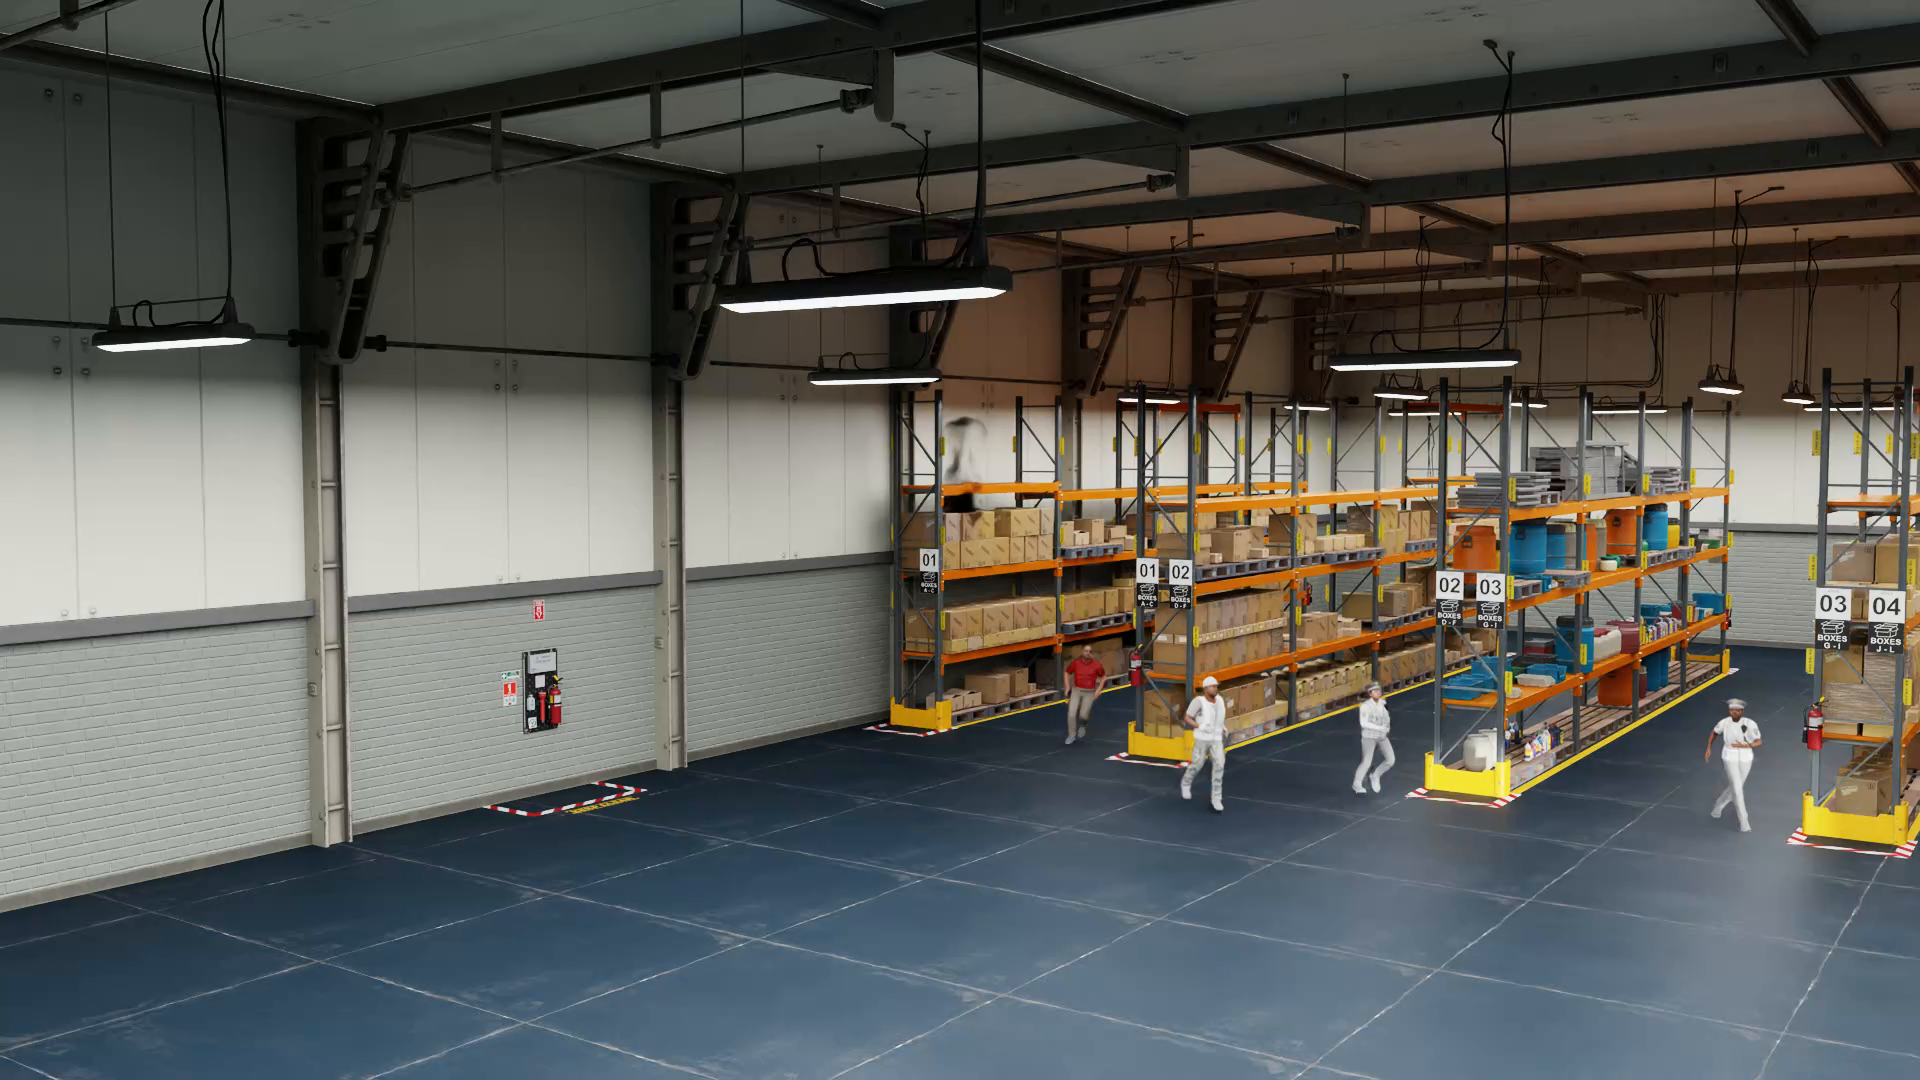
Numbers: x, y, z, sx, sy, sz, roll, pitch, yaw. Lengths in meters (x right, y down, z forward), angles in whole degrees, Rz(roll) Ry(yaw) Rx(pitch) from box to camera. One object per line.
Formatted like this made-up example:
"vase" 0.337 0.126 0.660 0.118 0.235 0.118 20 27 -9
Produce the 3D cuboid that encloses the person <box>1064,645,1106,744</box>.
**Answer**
"person" 2.093 2.604 28.057 0.708 1.672 0.554 1 3 14

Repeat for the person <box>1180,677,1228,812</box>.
"person" 3.440 2.758 23.194 0.721 1.715 0.785 -1 3 -21

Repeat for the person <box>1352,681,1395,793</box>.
"person" 5.947 2.820 23.740 0.631 1.651 0.783 -1 3 -21

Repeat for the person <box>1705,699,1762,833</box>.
"person" 10.202 2.937 21.930 0.641 1.715 0.811 1 3 14
